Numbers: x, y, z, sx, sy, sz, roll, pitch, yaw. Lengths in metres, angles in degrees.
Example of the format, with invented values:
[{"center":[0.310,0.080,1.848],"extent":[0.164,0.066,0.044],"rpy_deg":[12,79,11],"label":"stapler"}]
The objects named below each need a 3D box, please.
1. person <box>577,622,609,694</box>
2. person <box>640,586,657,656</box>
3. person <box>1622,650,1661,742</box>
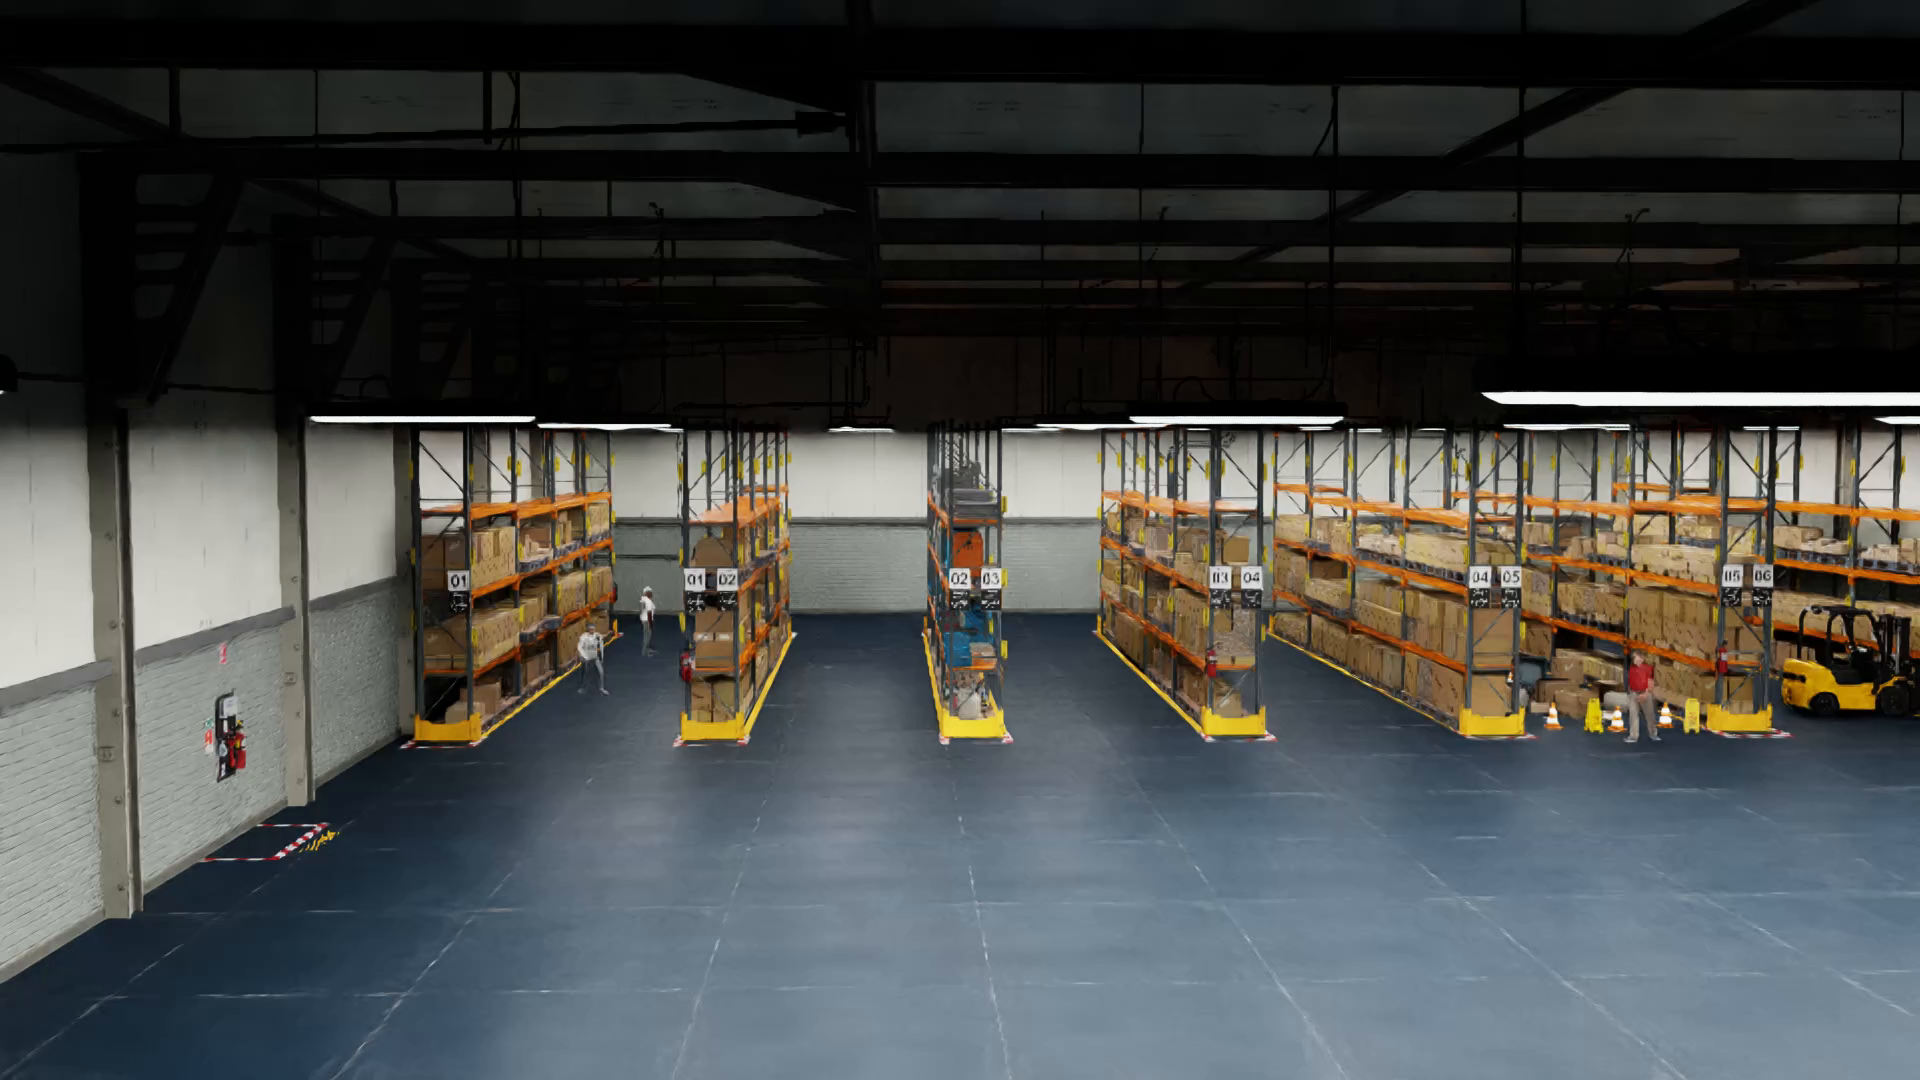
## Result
[{"center":[-8.085,2.573,36.500],"extent":[0.639,1.610,0.807],"rpy_deg":[-1,4,-19],"label":"person"},{"center":[-8.006,2.074,42.867],"extent":[0.469,1.766,0.642],"rpy_deg":[-2,4,-22],"label":"person"},{"center":[12.652,2.889,30.842],"extent":[0.719,1.712,0.569],"rpy_deg":[-3,4,-35],"label":"person"}]
